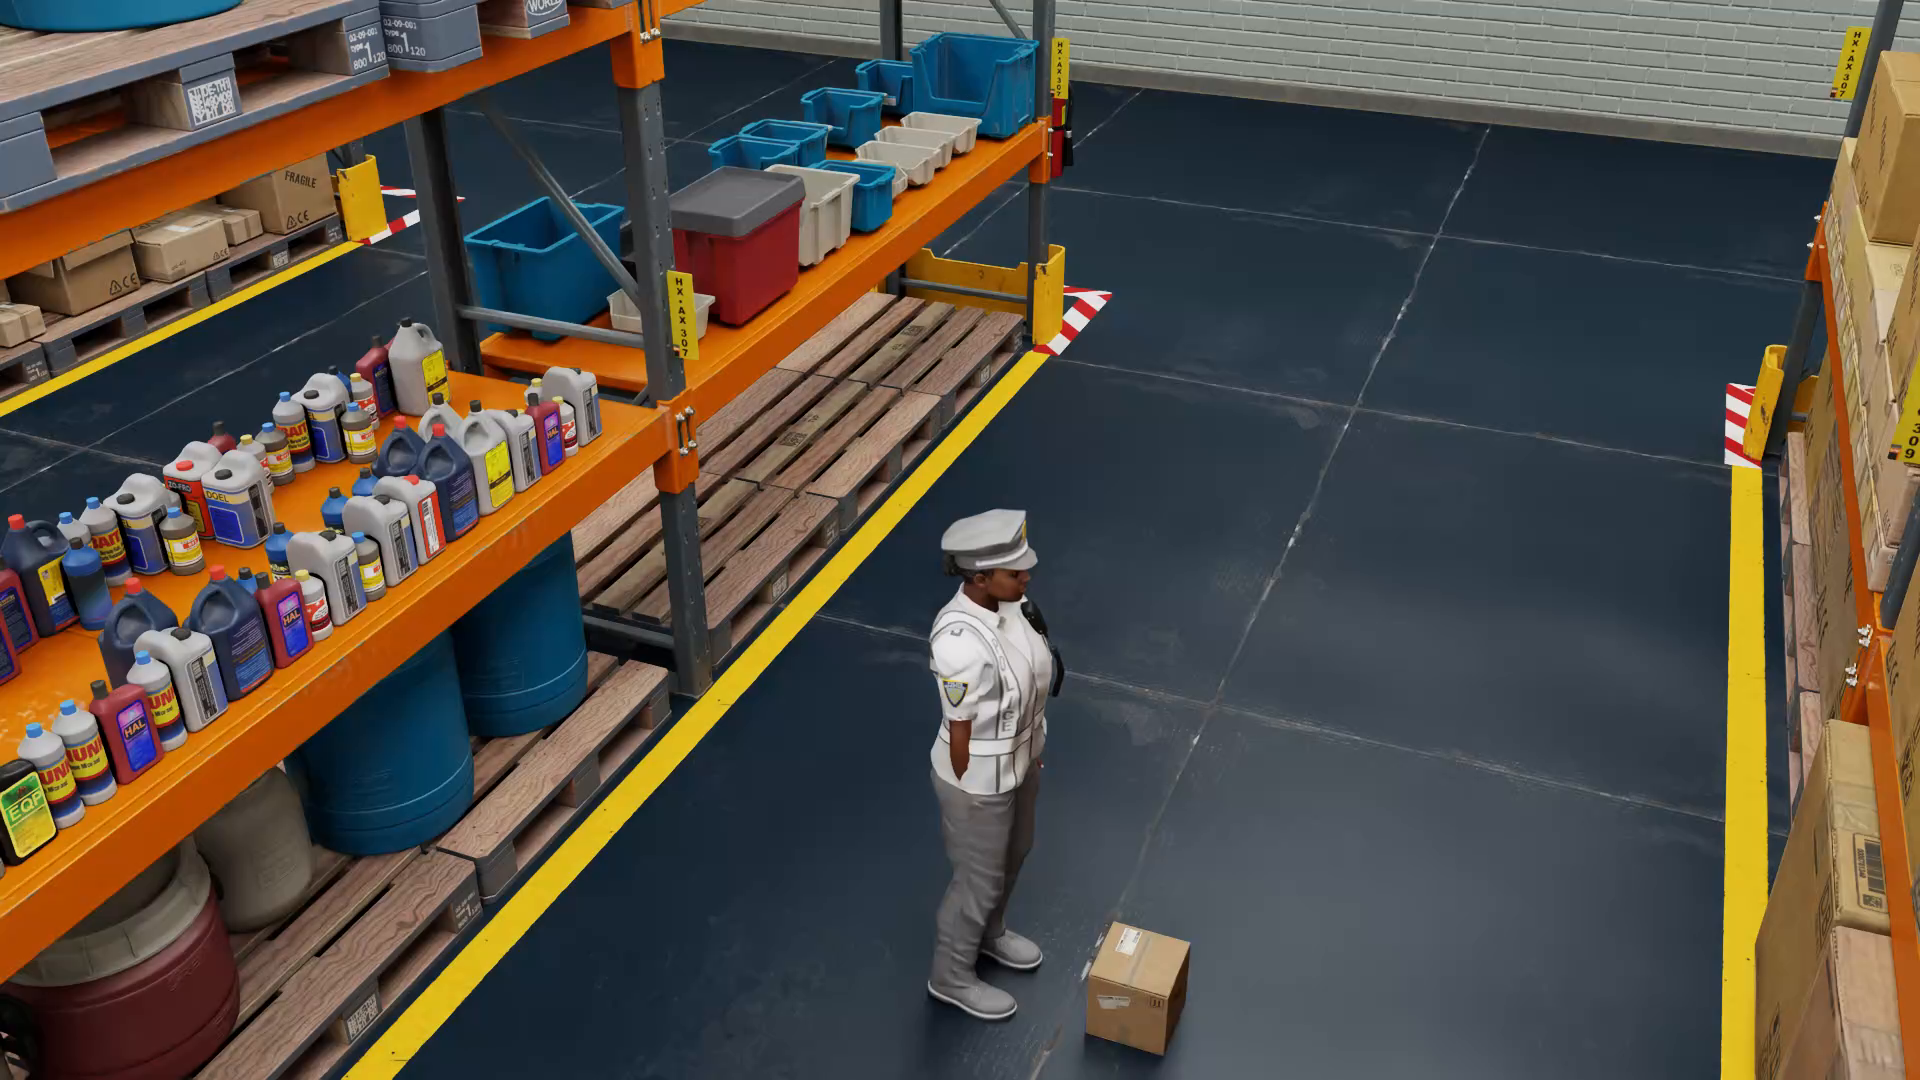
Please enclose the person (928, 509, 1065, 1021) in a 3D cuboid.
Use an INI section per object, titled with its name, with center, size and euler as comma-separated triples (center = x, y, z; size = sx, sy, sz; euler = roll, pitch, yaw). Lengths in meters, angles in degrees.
[person]
center = 0.100, 0.668, 4.955
size = 0.339, 1.679, 0.427
euler = 12, 32, 20
